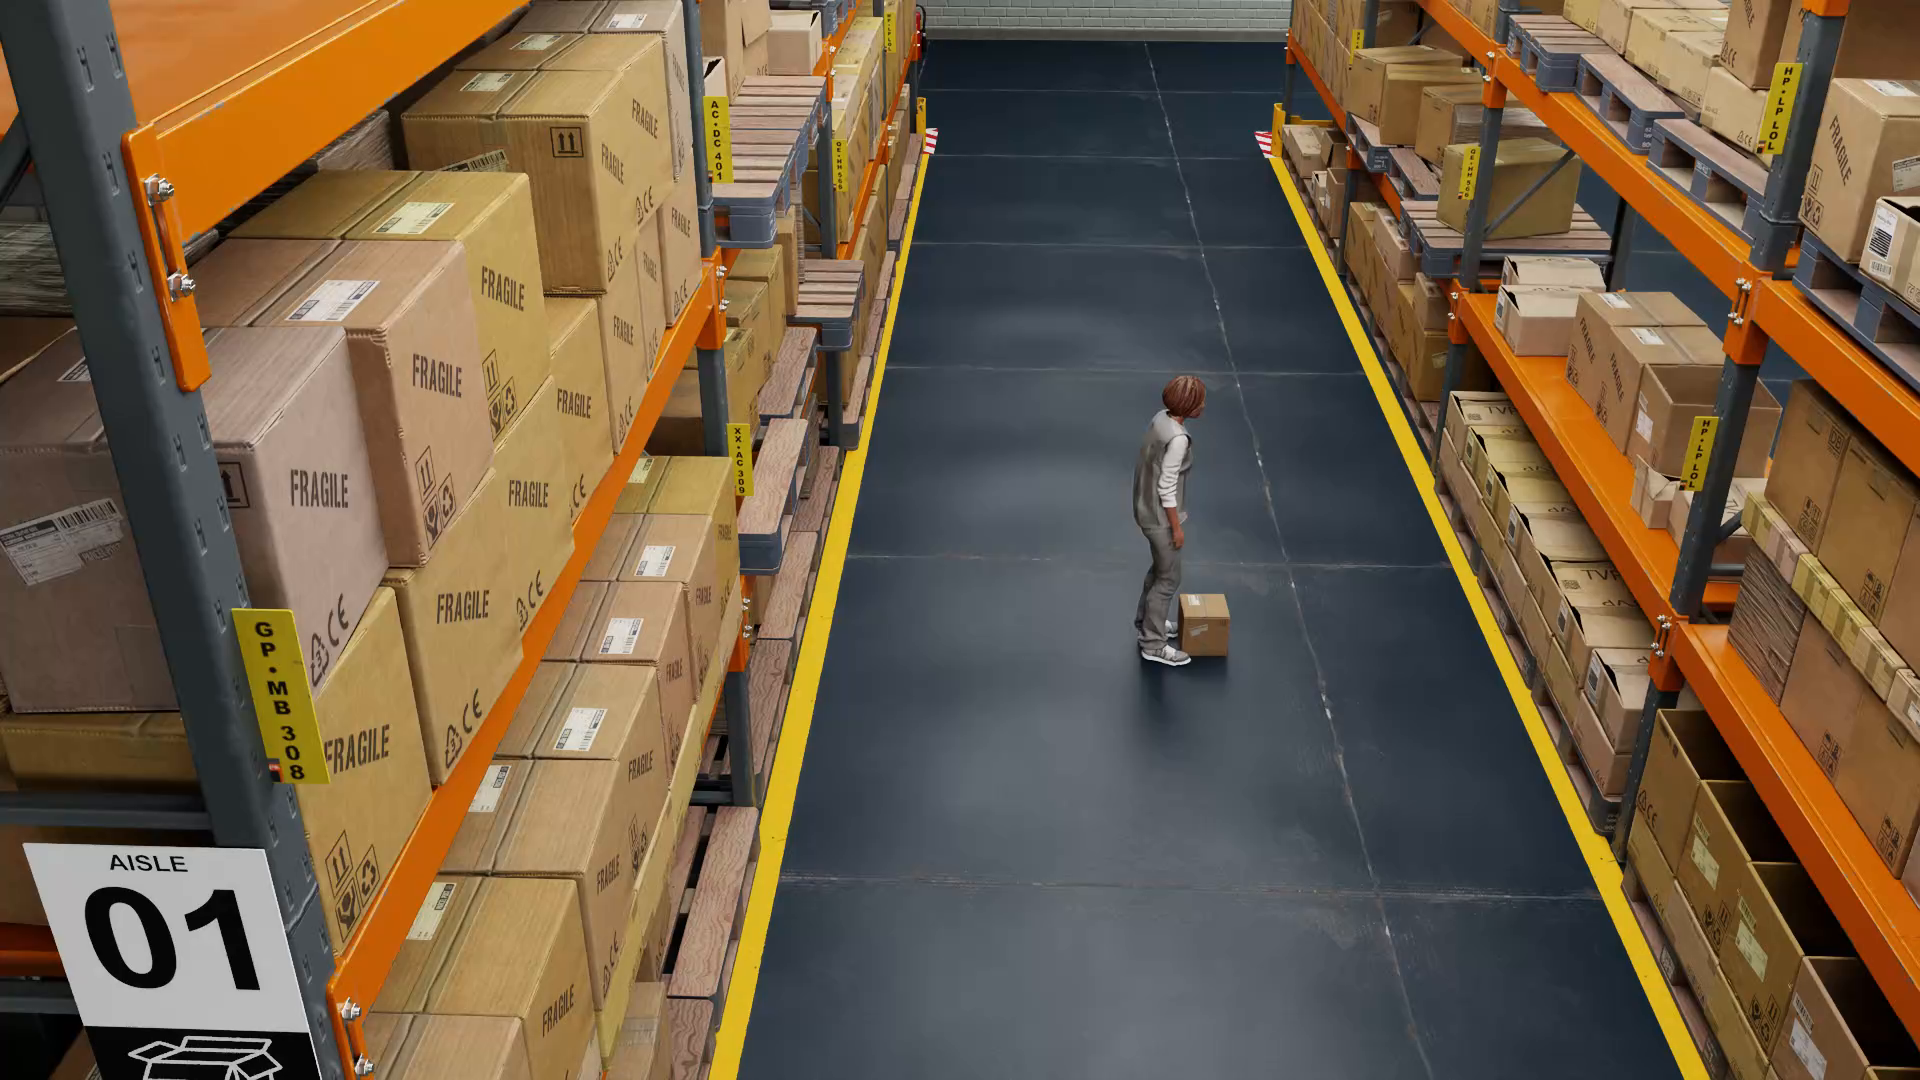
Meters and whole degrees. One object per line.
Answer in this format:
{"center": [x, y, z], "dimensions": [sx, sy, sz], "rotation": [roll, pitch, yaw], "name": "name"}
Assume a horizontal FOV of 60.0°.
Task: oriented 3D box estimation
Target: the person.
{"center": [1.096, -0.125, 8.865], "dimensions": [0.343, 1.593, 0.485], "rotation": [-1, 28, -1], "name": "person"}
